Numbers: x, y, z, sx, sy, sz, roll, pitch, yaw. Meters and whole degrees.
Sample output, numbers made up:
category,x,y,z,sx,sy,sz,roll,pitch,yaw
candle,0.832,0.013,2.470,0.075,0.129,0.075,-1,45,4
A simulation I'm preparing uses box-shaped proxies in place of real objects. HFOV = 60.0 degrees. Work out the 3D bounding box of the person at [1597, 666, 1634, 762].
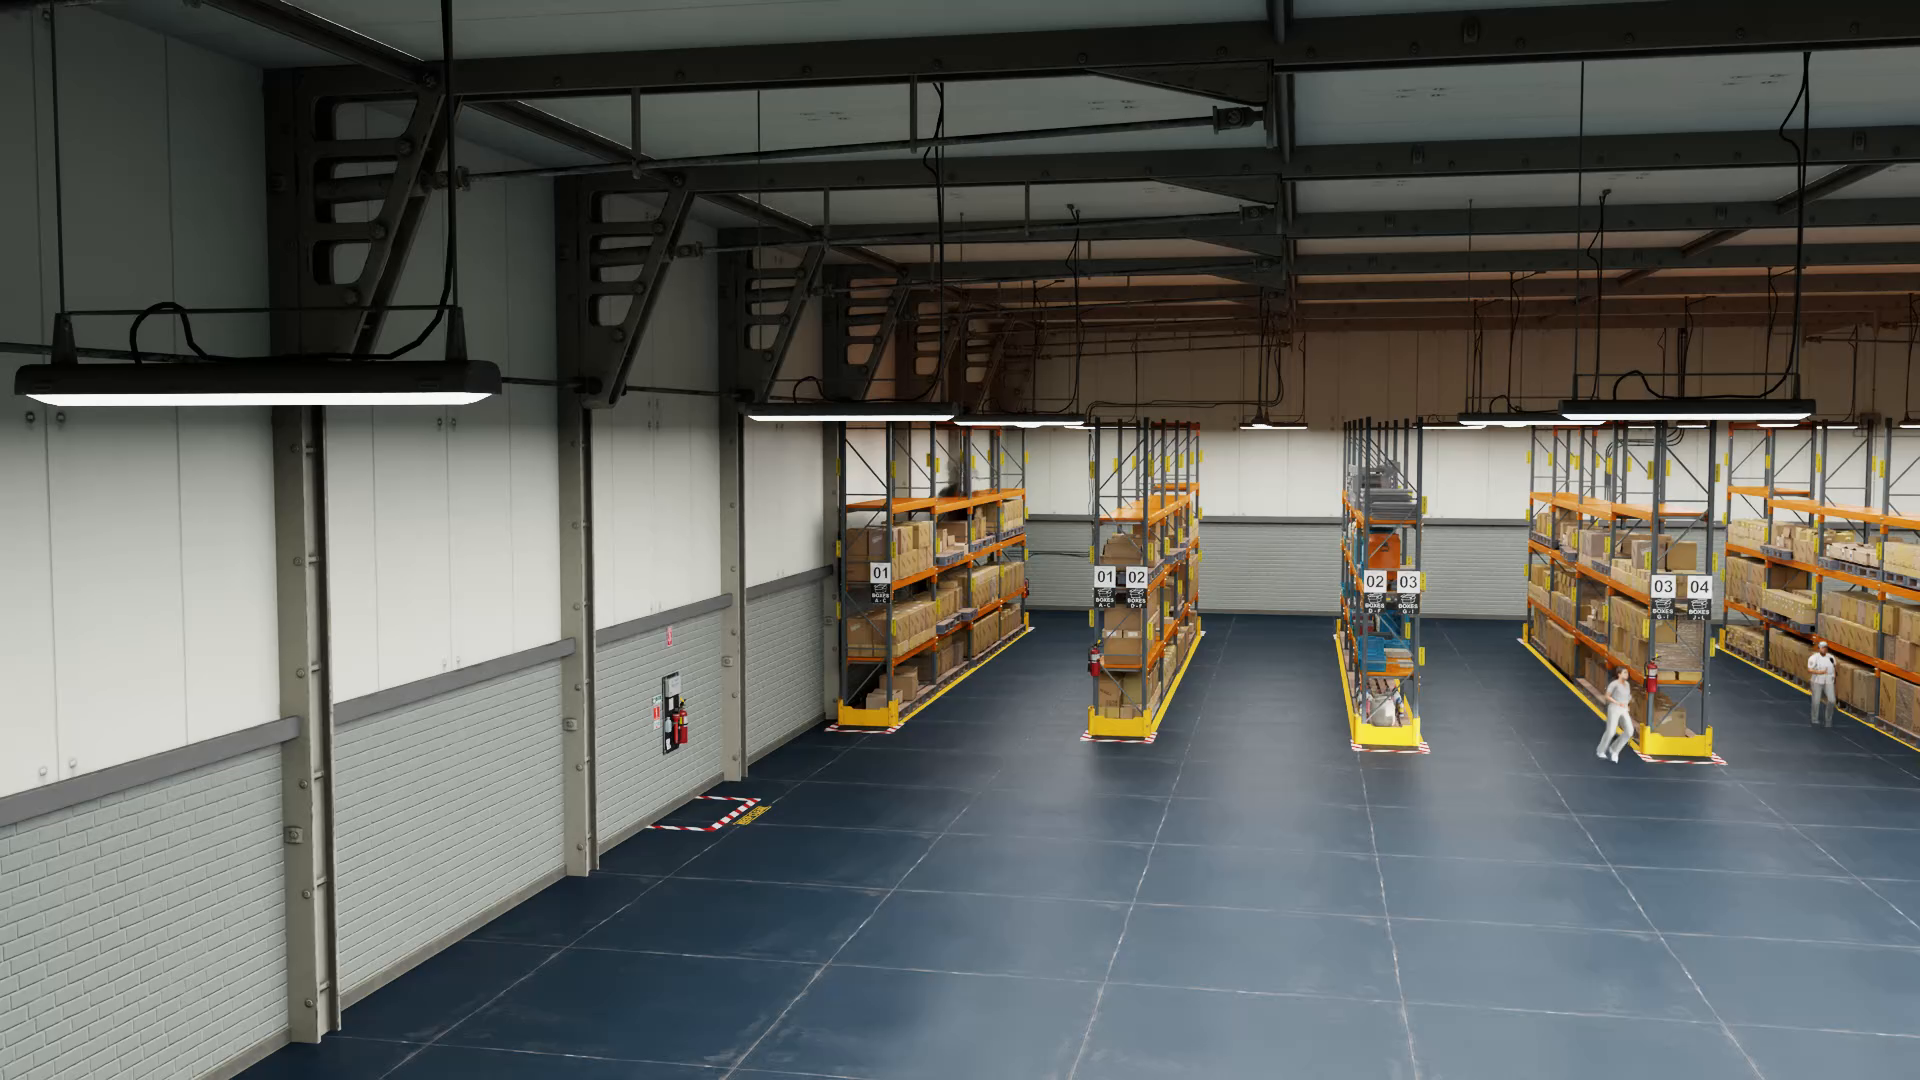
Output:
category,x,y,z,sx,sy,sz,roll,pitch,yaw
person,11.474,3.014,28.957,0.587,1.651,0.647,-1,4,-17

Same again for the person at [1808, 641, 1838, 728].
category,x,y,z,sx,sy,sz,roll,pitch,yaw
person,16.741,2.807,32.250,0.578,1.685,0.688,1,4,14

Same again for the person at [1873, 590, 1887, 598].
category,x,y,z,sx,sy,sz,roll,pitch,yaw
person,24.617,1.956,44.705,0.595,1.722,0.702,1,4,9
